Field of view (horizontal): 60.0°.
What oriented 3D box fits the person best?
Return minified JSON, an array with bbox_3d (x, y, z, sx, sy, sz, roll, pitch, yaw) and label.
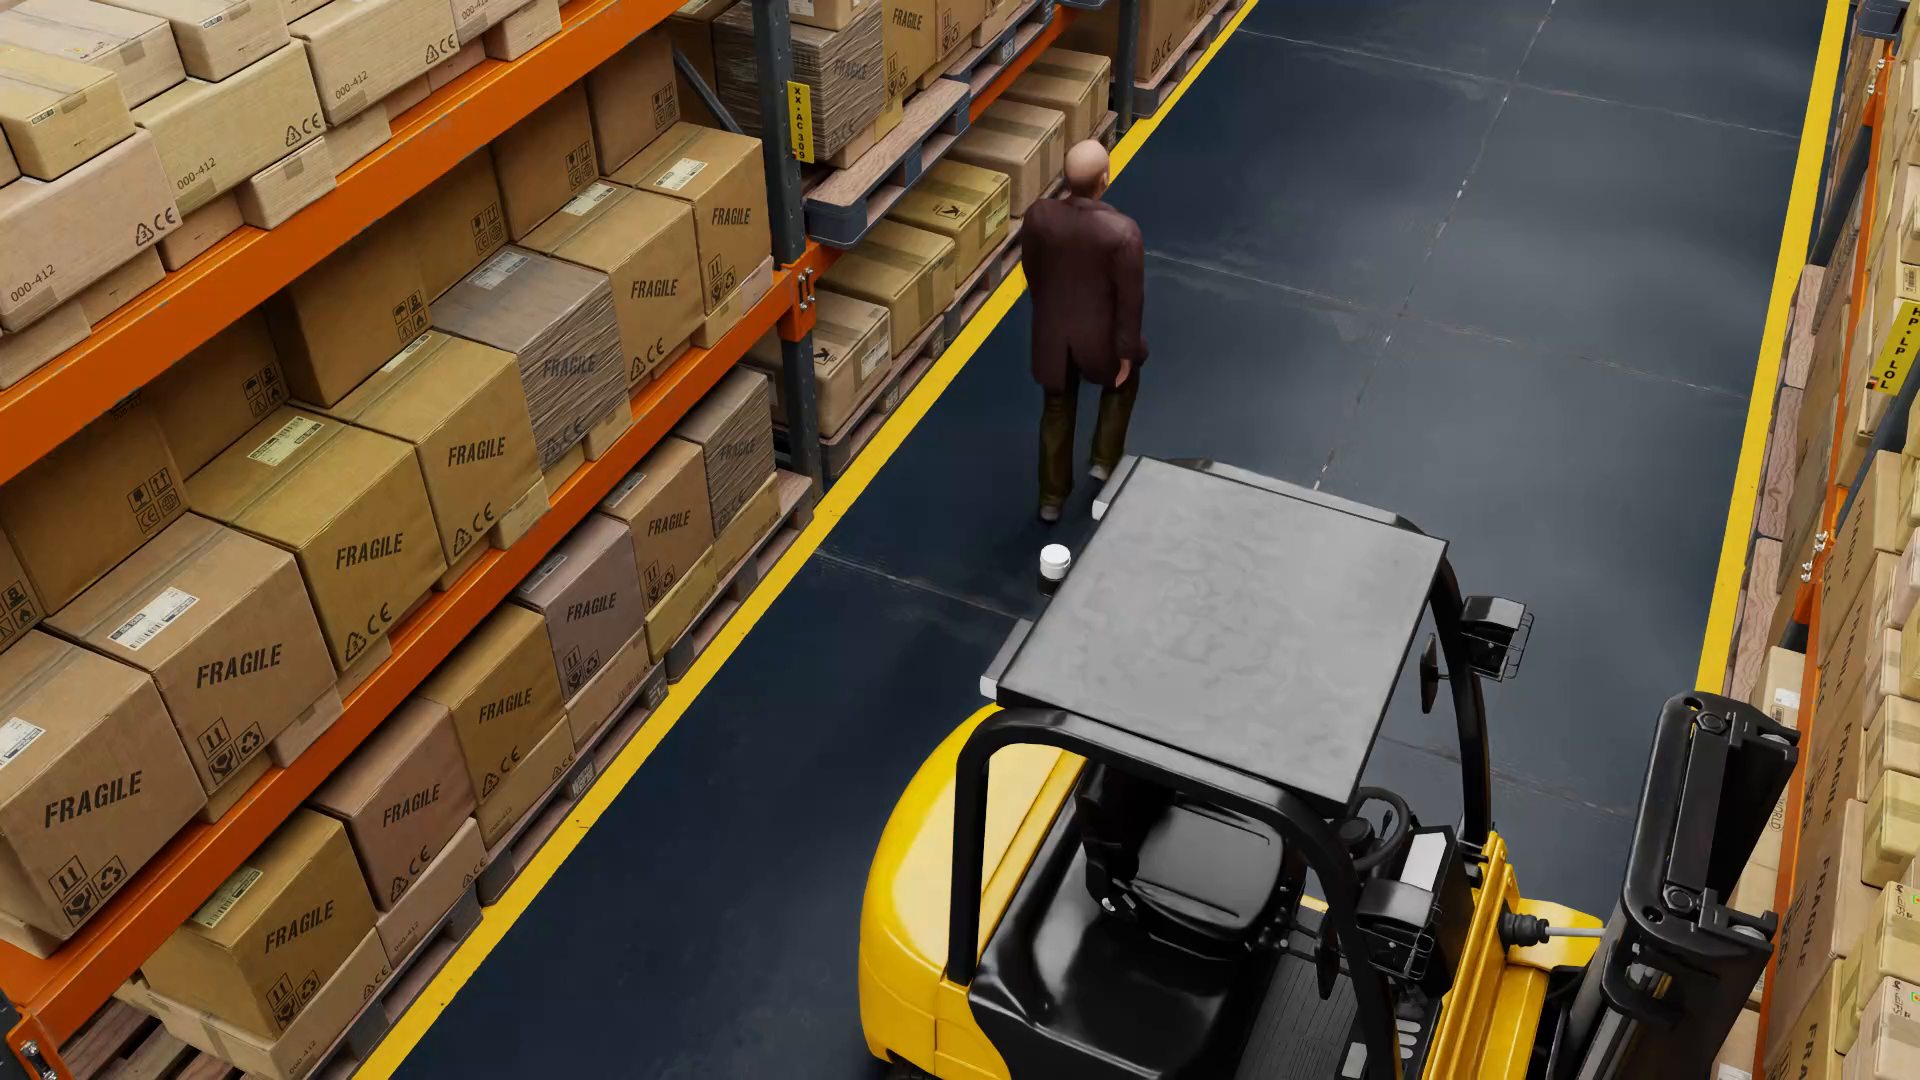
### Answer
[{"bbox_3d":[0.523,-0.874,7.175,0.583,1.843,0.564,15,44,16],"label":"person"}]
